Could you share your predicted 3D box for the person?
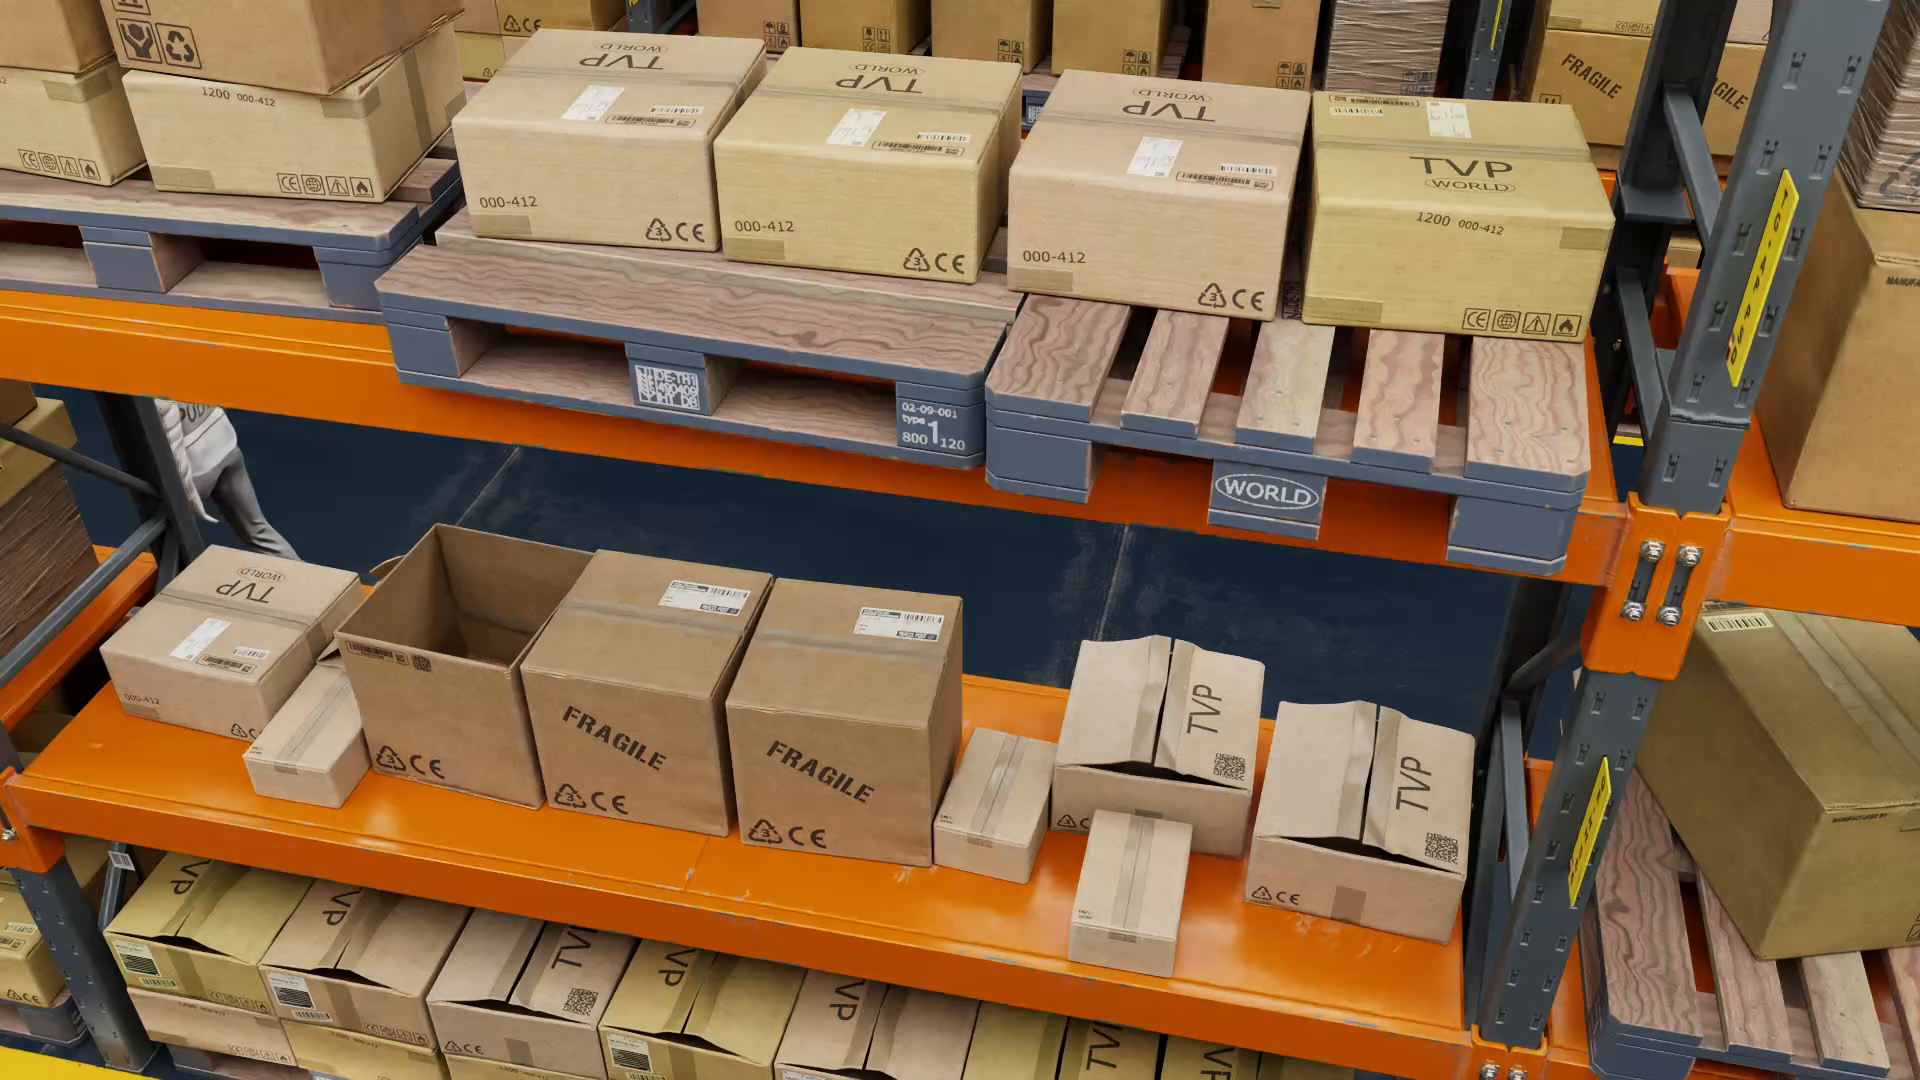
[{"bbox_3d":[-3.102,-0.337,6.560,0.954,1.635,0.499,9,38,11],"label":"person"}]
